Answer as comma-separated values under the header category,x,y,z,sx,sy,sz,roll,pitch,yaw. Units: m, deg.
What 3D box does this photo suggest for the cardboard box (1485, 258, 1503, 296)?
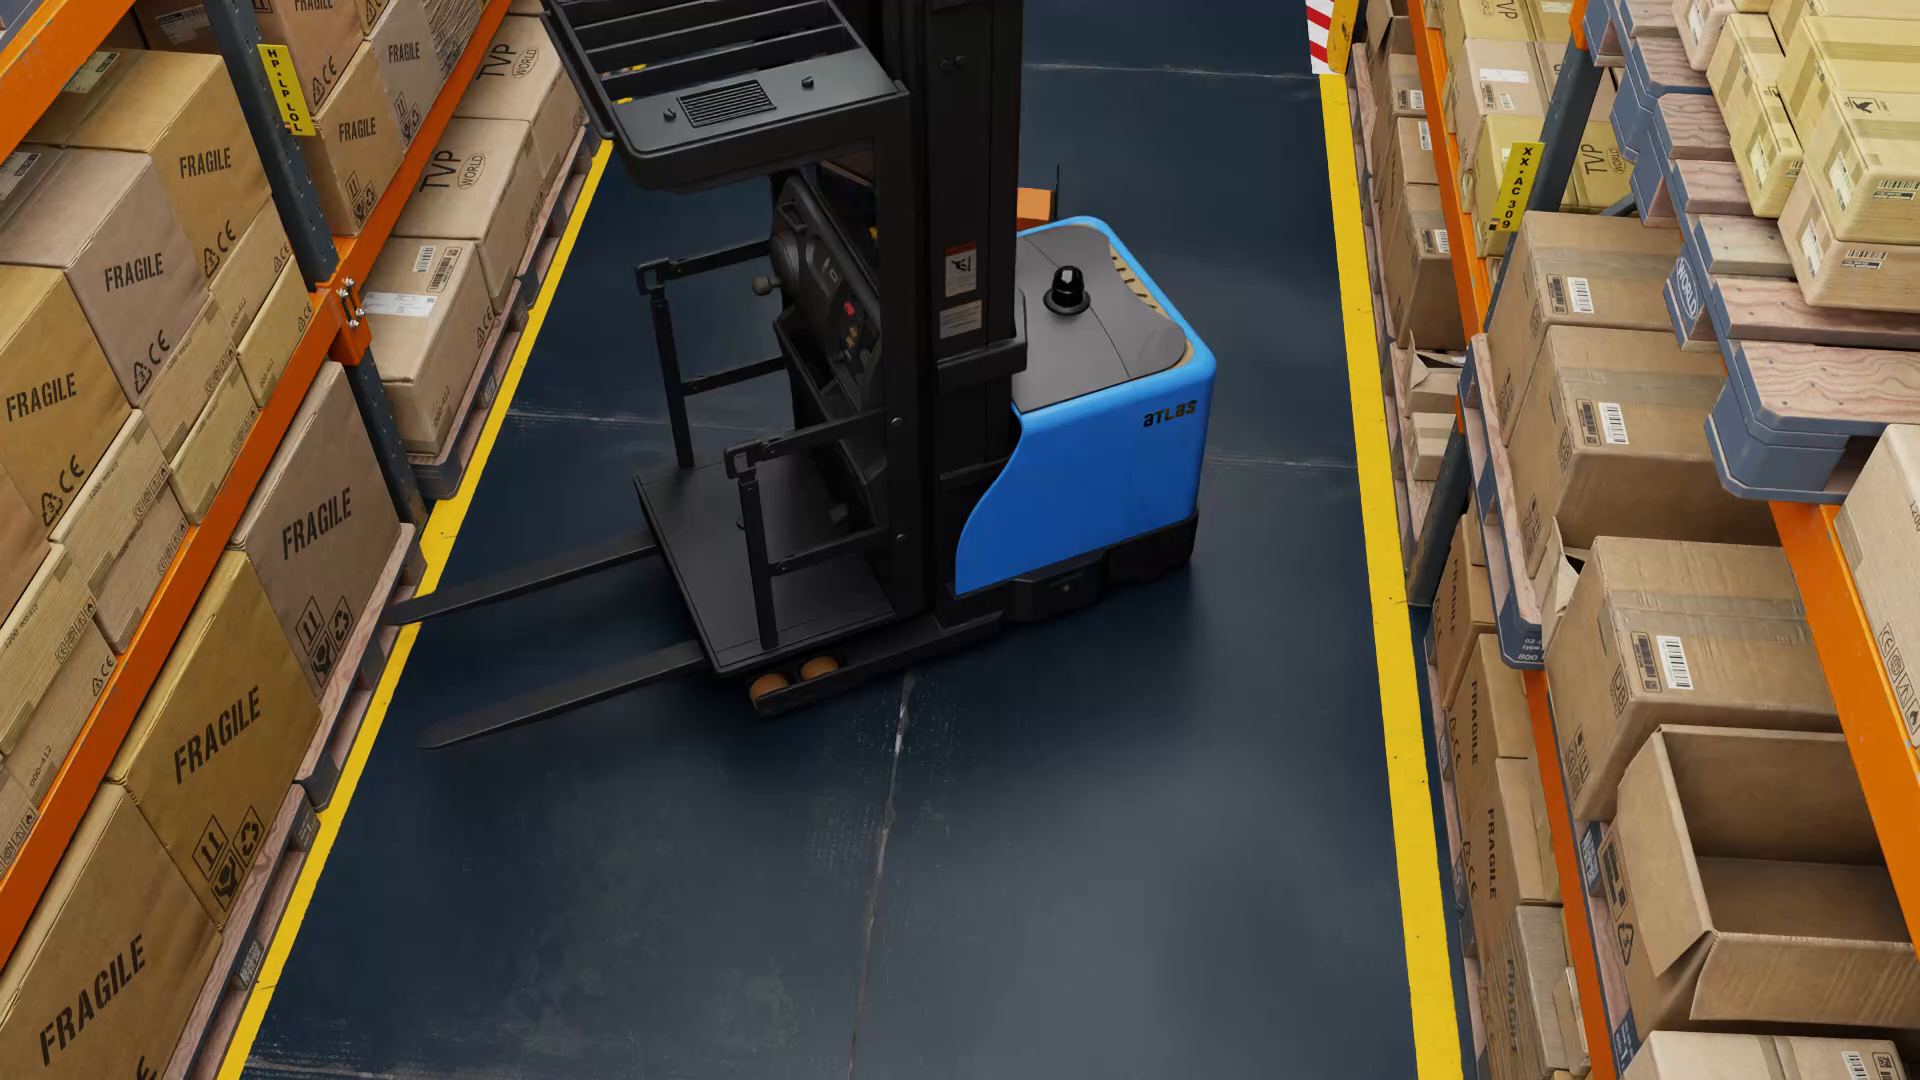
category,x,y,z,sx,sy,sz,roll,pitch,yaw
cardboard box,2.035,-0.930,5.738,0.380,0.149,0.250,4,48,4

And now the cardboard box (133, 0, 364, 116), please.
category,x,y,z,sx,sy,sz,roll,pitch,yaw
cardboard box,-2.402,-1.799,5.617,0.500,0.500,0.500,4,48,4

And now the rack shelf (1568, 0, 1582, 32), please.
category,x,y,z,sx,sy,sz,roll,pitch,yaw
rack shelf,2.439,-3.002,5.918,1.077,0.370,4.000,4,48,4

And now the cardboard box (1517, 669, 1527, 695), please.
category,x,y,z,sx,sy,sz,roll,pitch,yaw
cardboard box,1.999,0.364,5.354,0.380,0.149,0.250,2,48,2

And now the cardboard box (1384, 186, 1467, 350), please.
category,x,y,z,sx,sy,sz,roll,pitch,yaw
cardboard box,2.260,-1.169,7.196,0.700,0.500,0.500,2,48,2

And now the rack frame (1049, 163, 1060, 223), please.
category,x,y,z,sx,sy,sz,roll,pitch,yaw
rack frame,0.381,-1.099,7.044,0.008,1.050,0.200,8,48,7

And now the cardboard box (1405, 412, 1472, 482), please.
category,x,y,z,sx,sy,sz,roll,pitch,yaw
cardboard box,2.015,-0.372,6.705,0.380,0.149,0.250,3,48,2

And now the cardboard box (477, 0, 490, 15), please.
category,x,y,z,sx,sy,sz,roll,pitch,yaw
cardboard box,-2.234,-2.568,6.998,0.500,0.500,0.500,5,48,5

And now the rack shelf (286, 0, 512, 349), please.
category,x,y,z,sx,sy,sz,roll,pitch,yaw
rack shelf,-2.504,-2.321,7.328,1.077,0.370,4.000,4,48,4

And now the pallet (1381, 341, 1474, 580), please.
category,x,y,z,sx,sy,sz,roll,pitch,yaw
pallet,2.321,-0.327,6.906,1.003,0.211,1.213,4,48,4

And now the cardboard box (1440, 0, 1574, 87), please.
category,x,y,z,sx,sy,sz,roll,pitch,yaw
cardboard box,2.150,-1.938,6.390,0.500,0.250,0.500,4,48,3

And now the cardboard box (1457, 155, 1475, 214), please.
category,x,y,z,sx,sy,sz,roll,pitch,yaw
cardboard box,2.036,-1.315,6.090,0.380,0.149,0.250,5,48,5

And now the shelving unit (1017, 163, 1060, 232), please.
category,x,y,z,sx,sy,sz,roll,pitch,yaw
shelving unit,0.261,-1.116,7.059,0.252,1.050,0.215,8,48,7

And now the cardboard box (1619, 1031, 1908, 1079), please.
category,x,y,z,sx,sy,sz,roll,pitch,yaw
cardboard box,1.666,1.288,3.356,0.500,0.250,0.500,2,48,2

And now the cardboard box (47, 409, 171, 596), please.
category,x,y,z,sx,sy,sz,roll,pitch,yaw
cardboard box,-2.564,-0.123,4.593,0.500,0.250,0.500,5,48,4

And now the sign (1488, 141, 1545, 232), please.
category,x,y,z,sx,sy,sz,roll,pitch,yaw
sign,1.716,-1.086,5.124,0.100,0.325,0.005,4,48,4

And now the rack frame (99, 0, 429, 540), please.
category,x,y,z,sx,sy,sz,roll,pitch,yaw
rack frame,-2.686,-1.094,5.718,1.000,3.000,0.127,4,48,4

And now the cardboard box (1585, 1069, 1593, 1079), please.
category,x,y,z,sx,sy,sz,roll,pitch,yaw
cardboard box,1.839,1.512,4.304,0.380,0.149,0.250,3,48,3

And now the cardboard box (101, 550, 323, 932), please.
category,x,y,z,sx,sy,sz,roll,pitch,yaw
cardboard box,-2.738,0.606,5.318,0.875,0.875,0.875,5,48,5

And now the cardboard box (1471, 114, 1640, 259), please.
category,x,y,z,sx,sy,sz,roll,pitch,yaw
cardboard box,2.061,-1.204,5.718,0.500,0.250,0.500,5,48,5

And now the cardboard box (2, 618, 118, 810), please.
category,x,y,z,sx,sy,sz,roll,pitch,yaw
cardboard box,-2.631,0.427,4.429,0.500,0.250,0.500,4,48,4

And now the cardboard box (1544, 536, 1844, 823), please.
category,x,y,z,sx,sy,sz,roll,pitch,yaw
cardboard box,1.872,0.359,4.036,0.700,0.500,0.500,4,48,3

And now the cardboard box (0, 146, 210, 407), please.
category,x,y,z,sx,sy,sz,roll,pitch,yaw
cardboard box,-2.517,-0.740,4.648,0.500,0.500,0.500,5,48,4

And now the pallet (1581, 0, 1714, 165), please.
category,x,y,z,sx,sy,sz,roll,pitch,yaw
pallet,2.128,-1.238,3.944,1.213,0.211,1.003,4,48,4

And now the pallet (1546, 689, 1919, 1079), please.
category,x,y,z,sx,sy,sz,roll,pitch,yaw
pallet,2.065,0.812,4.105,1.003,0.211,1.213,4,48,4

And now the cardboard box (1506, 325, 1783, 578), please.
category,x,y,z,sx,sy,sz,roll,pitch,yaw
cardboard box,1.943,-0.218,4.564,0.700,0.500,0.500,4,48,4

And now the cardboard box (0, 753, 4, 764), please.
category,x,y,z,sx,sy,sz,roll,pitch,yaw
cardboard box,-2.653,0.626,3.907,0.500,0.250,0.500,4,48,3

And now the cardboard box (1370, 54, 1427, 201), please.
category,x,y,z,sx,sy,sz,roll,pitch,yaw
cardboard box,2.355,-1.932,7.894,0.700,0.500,0.500,6,48,5

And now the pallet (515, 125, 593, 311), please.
category,x,y,z,sx,sy,sz,roll,pitch,yaw
pallet,-2.430,-1.606,8.075,1.003,0.211,1.213,4,48,4

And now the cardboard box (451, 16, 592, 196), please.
category,x,y,z,sx,sy,sz,roll,pitch,yaw
cardboard box,-2.357,-2.146,8.132,0.875,0.438,0.875,5,48,5

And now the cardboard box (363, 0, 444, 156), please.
category,x,y,z,sx,sy,sz,roll,pitch,yaw
cardboard box,-2.333,-1.825,6.318,0.500,0.500,0.500,4,48,4

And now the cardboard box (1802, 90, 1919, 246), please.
category,x,y,z,sx,sy,sz,roll,pitch,yaw
cardboard box,1.711,-0.641,2.887,0.380,0.149,0.250,4,48,4

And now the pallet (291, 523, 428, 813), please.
category,x,y,z,sx,sy,sz,roll,pitch,yaw
pallet,-2.681,0.419,6.224,1.003,0.211,1.213,4,48,4

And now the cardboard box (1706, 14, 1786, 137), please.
category,x,y,z,sx,sy,sz,roll,pitch,yaw
cardboard box,1.743,-0.923,3.346,0.380,0.149,0.250,3,48,3

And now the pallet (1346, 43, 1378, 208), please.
category,x,y,z,sx,sy,sz,roll,pitch,yaw
pallet,2.543,-2.120,8.546,1.003,0.211,1.213,4,48,4

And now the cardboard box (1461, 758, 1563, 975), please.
category,x,y,z,sx,sy,sz,roll,pitch,yaw
cardboard box,1.900,1.037,5.178,0.500,0.500,0.500,3,48,2

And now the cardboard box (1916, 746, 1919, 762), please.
category,x,y,z,sx,sy,sz,roll,pitch,yaw
cardboard box,1.743,0.452,2.373,0.500,0.250,0.500,4,48,4

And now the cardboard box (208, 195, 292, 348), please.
category,x,y,z,sx,sy,sz,roll,pitch,yaw
cardboard box,-2.484,-0.872,5.278,0.500,0.250,0.500,4,48,3

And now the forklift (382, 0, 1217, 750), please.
category,x,y,z,sx,sy,sz,roll,pitch,yaw
forklift,-0.633,-0.785,5.482,3.031,2.935,1.130,-18,50,-16

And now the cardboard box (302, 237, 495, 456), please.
category,x,y,z,sx,sy,sz,roll,pitch,yaw
cardboard box,-2.522,-0.825,6.924,0.875,0.438,0.875,3,48,3

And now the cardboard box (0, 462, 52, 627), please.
category,x,y,z,sx,sy,sz,roll,pitch,yaw
cardboard box,-2.615,0.013,3.960,0.500,0.500,0.500,5,48,4

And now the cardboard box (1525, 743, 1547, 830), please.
category,x,y,z,sx,sy,sz,roll,pitch,yaw
cardboard box,1.928,0.747,5.004,0.380,0.149,0.250,4,48,3

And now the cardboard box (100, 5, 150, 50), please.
category,x,y,z,sx,sy,sz,roll,pitch,yaw
cardboard box,-2.918,-1.831,5.646,0.500,0.500,0.500,4,48,3

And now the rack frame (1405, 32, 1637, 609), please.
category,x,y,z,sx,sy,sz,roll,pitch,yaw
rack frame,2.257,-0.763,5.415,1.000,3.000,0.127,4,48,4

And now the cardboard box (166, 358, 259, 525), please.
category,x,y,z,sx,sy,sz,roll,pitch,yaw
cardboard box,-2.524,-0.323,5.114,0.500,0.250,0.500,3,48,3

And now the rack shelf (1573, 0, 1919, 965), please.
category,x,y,z,sx,sy,sz,roll,pitch,yaw
rack shelf,2.075,-0.063,3.230,1.077,0.370,4.000,4,48,4

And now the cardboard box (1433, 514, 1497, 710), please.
category,x,y,z,sx,sy,sz,roll,pitch,yaw
cardboard box,1.989,0.279,5.871,0.500,0.500,0.500,6,48,5

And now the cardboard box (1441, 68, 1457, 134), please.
category,x,y,z,sx,sy,sz,roll,pitch,yaw
cardboard box,2.083,-1.696,6.438,0.380,0.149,0.250,3,48,3

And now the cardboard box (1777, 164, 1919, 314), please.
category,x,y,z,sx,sy,sz,roll,pitch,yaw
cardboard box,1.719,-0.542,2.998,0.380,0.149,0.250,5,48,4

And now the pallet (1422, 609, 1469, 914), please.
category,x,y,z,sx,sy,sz,roll,pitch,yaw
pallet,2.221,0.778,5.895,1.003,0.211,1.213,4,48,4

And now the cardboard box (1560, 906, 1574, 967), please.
category,x,y,z,sx,sy,sz,roll,pitch,yaw
cardboard box,1.907,1.130,4.654,0.380,0.149,0.250,4,48,4

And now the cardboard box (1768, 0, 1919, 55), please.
category,x,y,z,sx,sy,sz,roll,pitch,yaw
cardboard box,1.812,-1.010,3.224,0.380,0.149,0.250,4,48,4

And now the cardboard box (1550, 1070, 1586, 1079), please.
category,x,y,z,sx,sy,sz,roll,pitch,yaw
cardboard box,1.818,1.801,4.479,0.500,0.500,0.500,6,48,5
